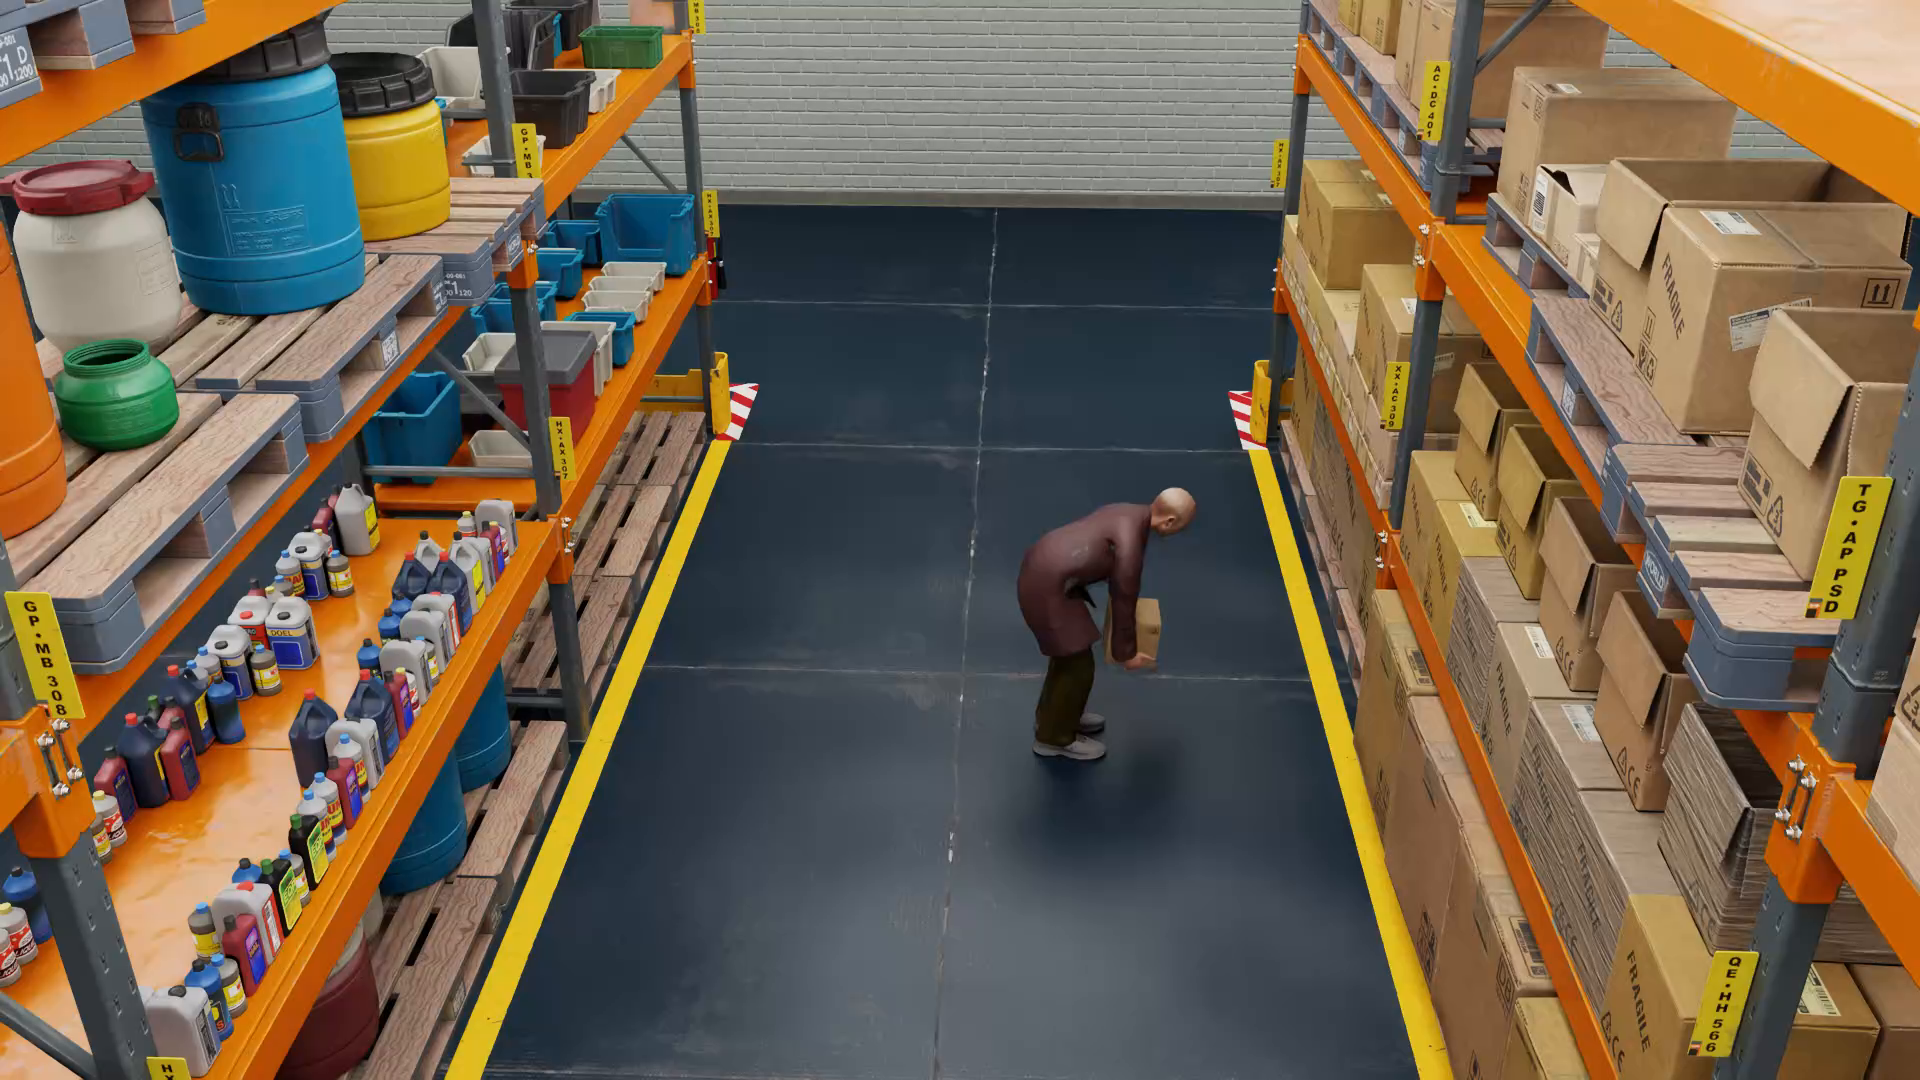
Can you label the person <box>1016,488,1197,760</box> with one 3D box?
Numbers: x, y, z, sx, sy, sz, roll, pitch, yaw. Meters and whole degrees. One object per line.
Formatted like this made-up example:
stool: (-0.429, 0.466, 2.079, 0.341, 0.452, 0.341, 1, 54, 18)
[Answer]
person: (0.711, 0.406, 8.234, 0.850, 1.435, 0.520, 0, 28, 1)
